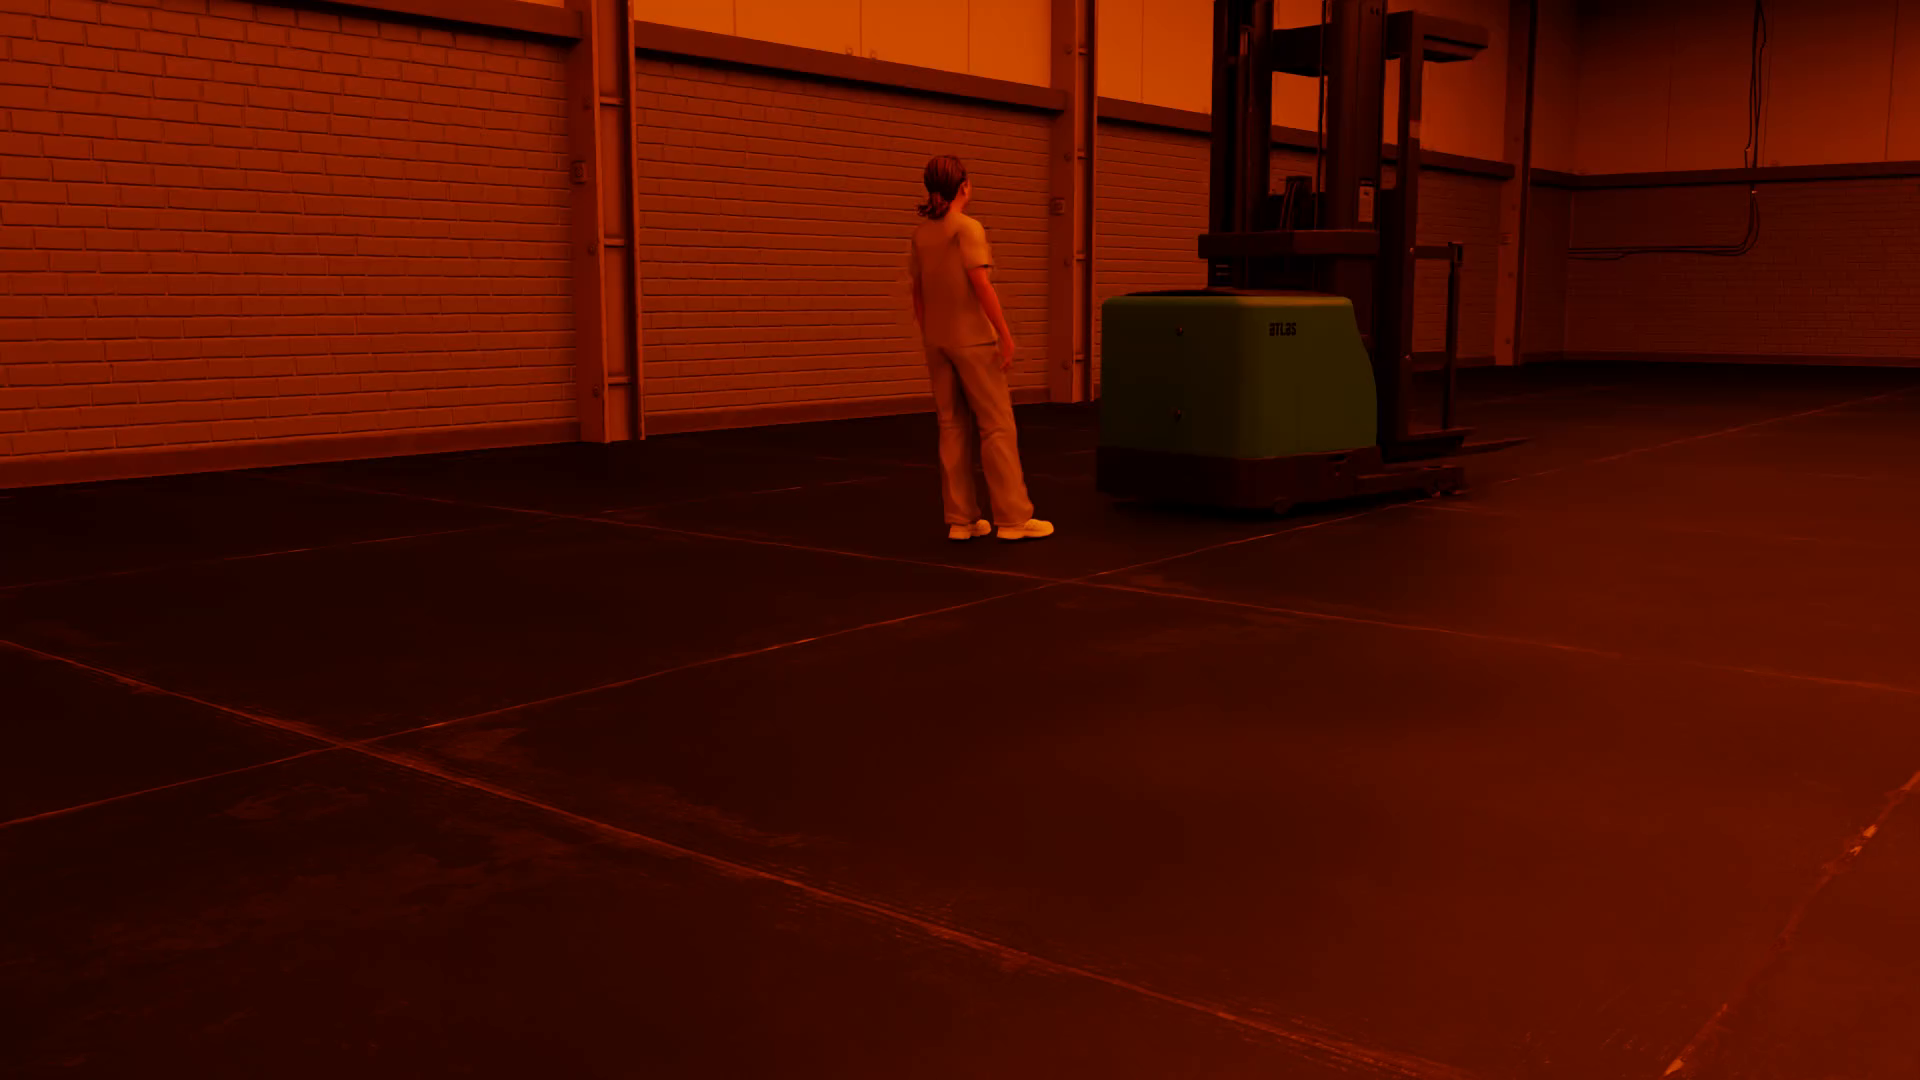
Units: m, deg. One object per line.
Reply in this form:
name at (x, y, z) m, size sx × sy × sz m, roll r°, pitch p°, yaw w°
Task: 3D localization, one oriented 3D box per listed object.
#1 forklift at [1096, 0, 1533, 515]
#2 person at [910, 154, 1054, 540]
forklift at (2.126, -1.726, 9.074) m, size 3.031 × 2.935 × 1.130 m, roll -8°, pitch 11°, yaw -43°
person at (0.064, -0.842, 7.347) m, size 0.574 × 1.677 × 0.526 m, roll -8°, pitch 11°, yaw -42°
